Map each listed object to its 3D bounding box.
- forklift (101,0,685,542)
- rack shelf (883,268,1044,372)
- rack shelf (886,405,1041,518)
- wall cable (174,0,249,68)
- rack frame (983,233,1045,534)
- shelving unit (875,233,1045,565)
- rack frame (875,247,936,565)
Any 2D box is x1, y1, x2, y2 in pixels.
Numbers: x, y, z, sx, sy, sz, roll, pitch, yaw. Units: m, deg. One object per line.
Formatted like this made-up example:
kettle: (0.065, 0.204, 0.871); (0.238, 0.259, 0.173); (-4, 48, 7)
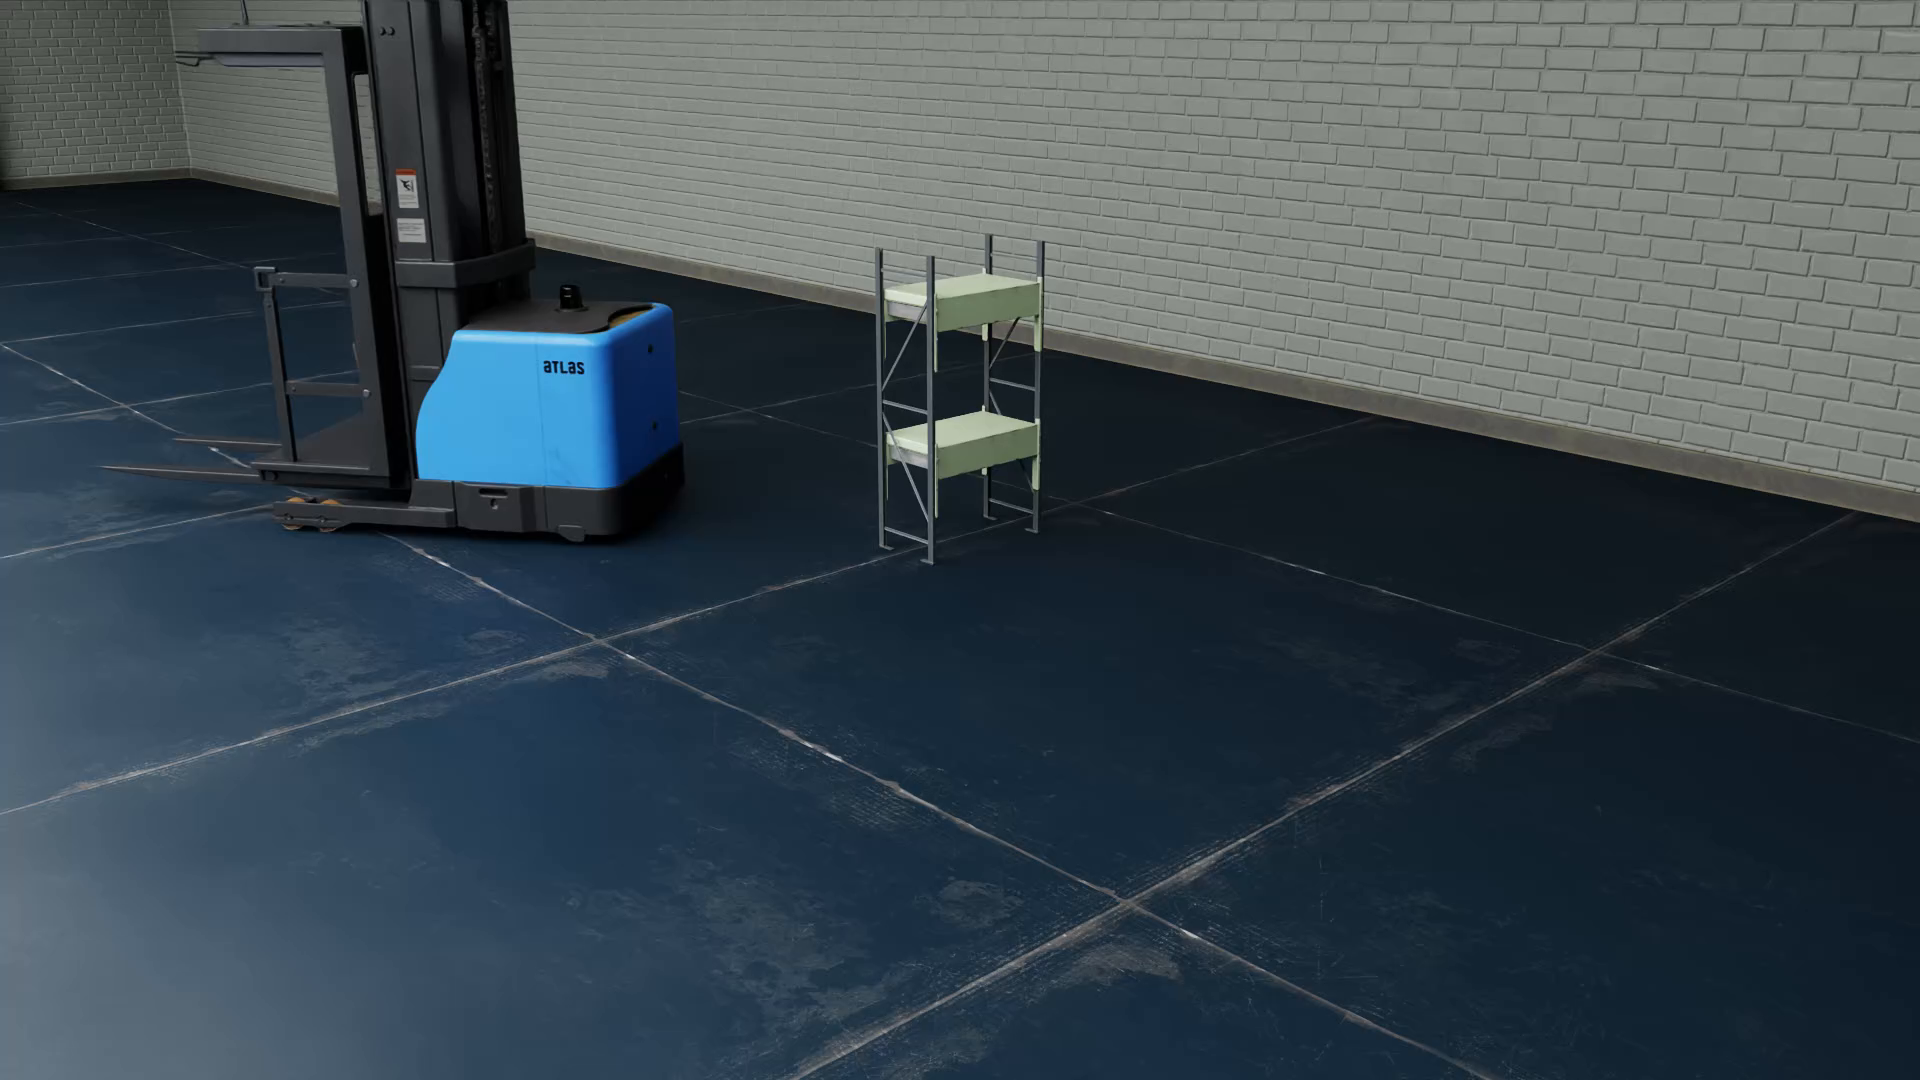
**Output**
forklift: (-3.092, -1.589, 8.634); (3.031, 2.935, 1.130); (3, 18, 10)
rack shelf: (0.005, -1.086, 8.137); (0.720, 0.370, 0.431); (-16, 24, -41)
rack shelf: (0.005, -0.405, 8.358); (0.720, 0.370, 0.431); (-16, 24, -41)
wall cable: (-10.971, -8.110, 23.943); (0.112, 2.526, 3.097); (-16, 24, -41)
rack frame: (0.271, -0.792, 8.497); (0.023, 1.500, 0.400); (-16, 24, -41)
shelving unit: (0.005, -0.715, 8.258); (0.755, 1.500, 0.431); (-16, 24, -41)
rack frame: (-0.261, -0.637, 8.019); (0.023, 1.500, 0.400); (-16, 24, -41)
